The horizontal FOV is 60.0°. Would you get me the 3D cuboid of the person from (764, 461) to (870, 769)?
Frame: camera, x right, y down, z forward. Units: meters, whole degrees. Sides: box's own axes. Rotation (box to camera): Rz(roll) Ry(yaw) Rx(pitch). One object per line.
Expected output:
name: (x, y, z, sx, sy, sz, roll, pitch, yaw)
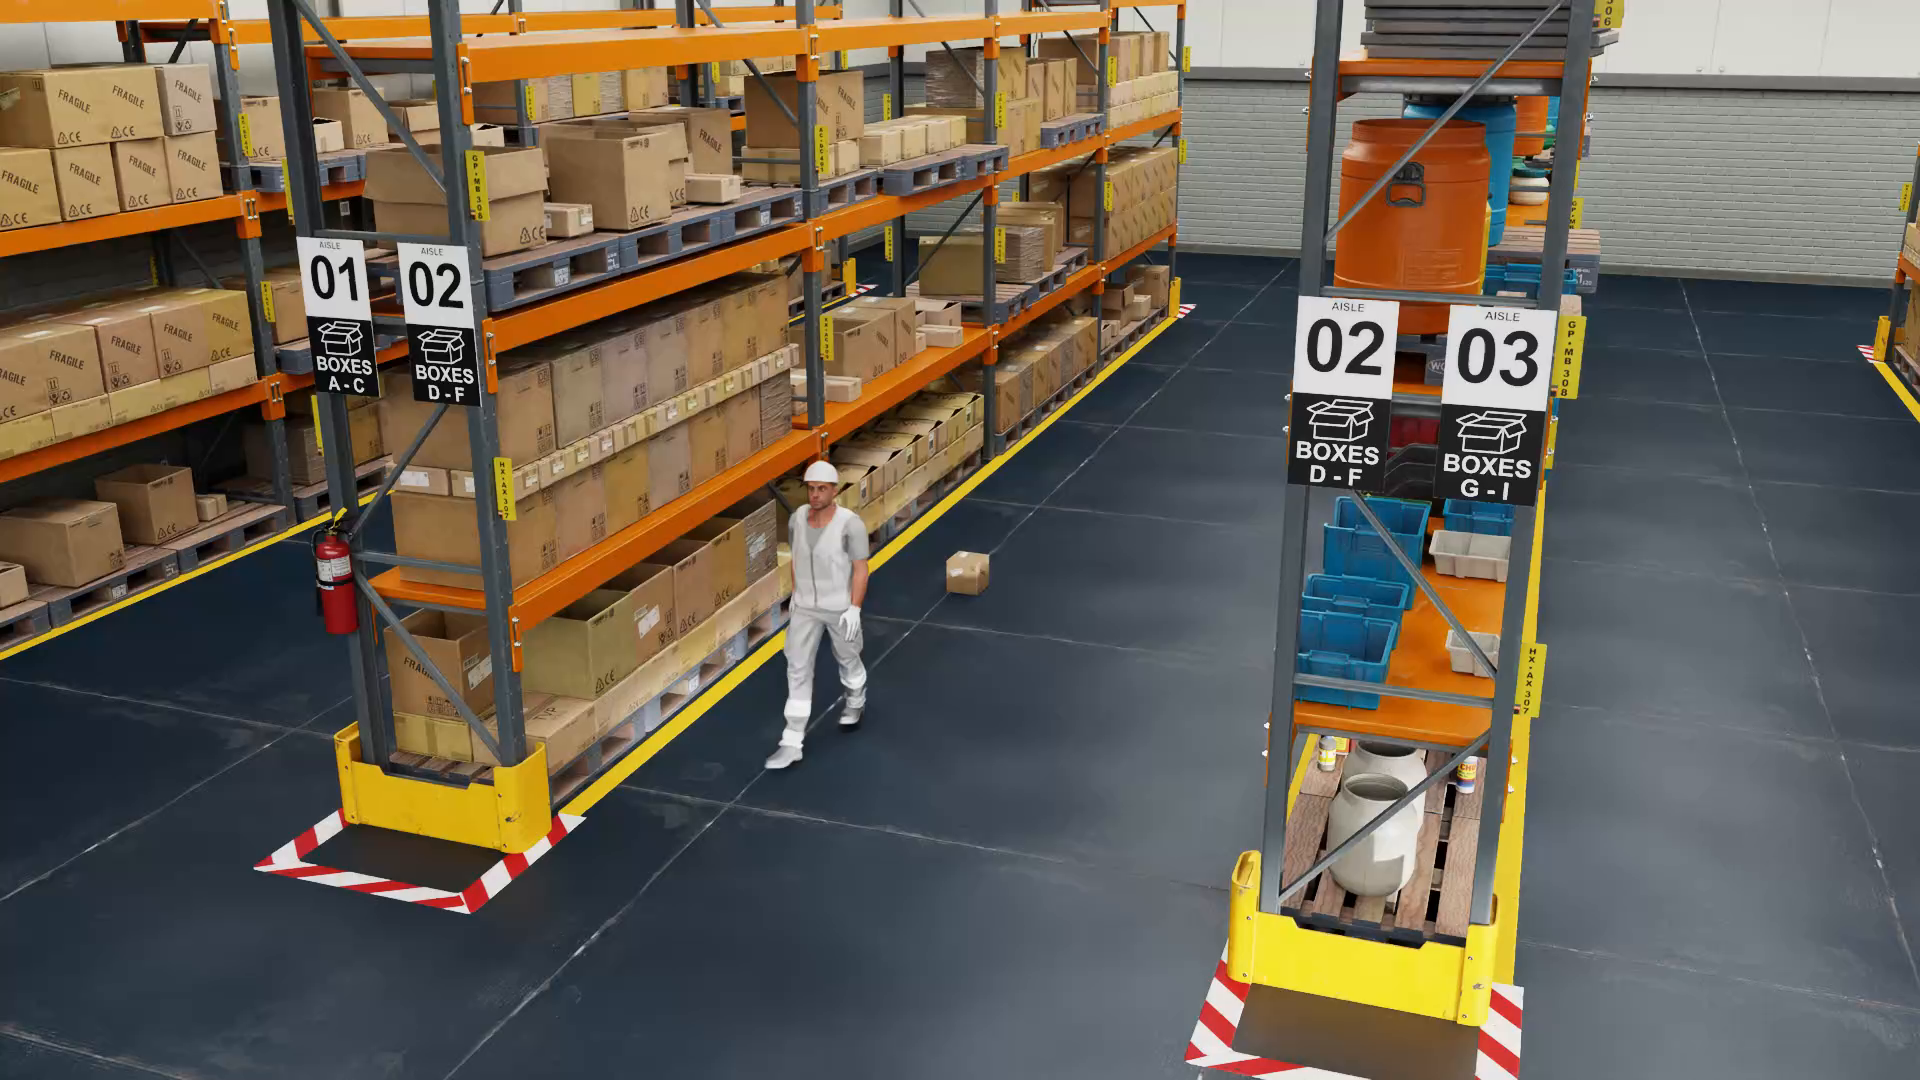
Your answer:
person: (-0.822, 0.405, 9.779, 0.587, 1.734, 1.020, 6, 19, 17)
